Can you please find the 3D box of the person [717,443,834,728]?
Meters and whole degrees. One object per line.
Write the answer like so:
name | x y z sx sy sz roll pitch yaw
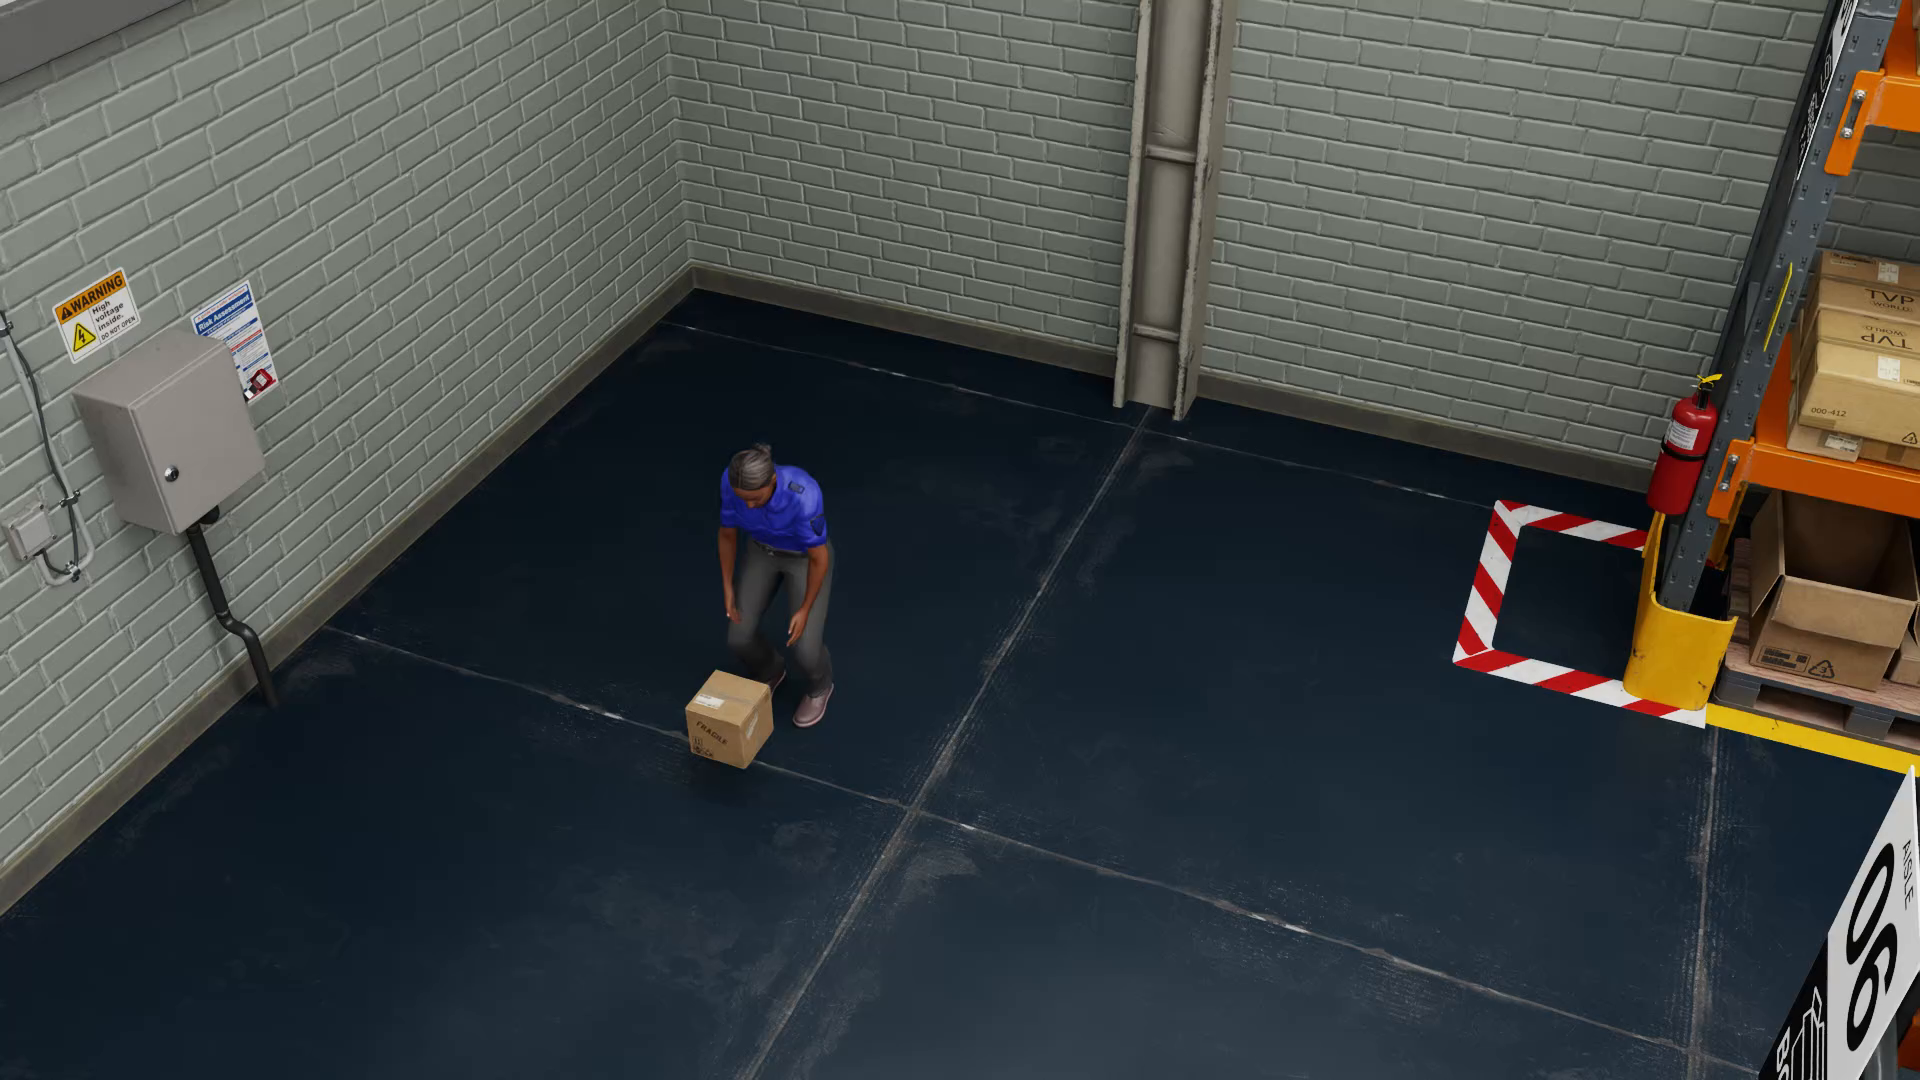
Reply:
person | -0.723 0.152 6.795 0.490 1.465 0.556 15 40 18
